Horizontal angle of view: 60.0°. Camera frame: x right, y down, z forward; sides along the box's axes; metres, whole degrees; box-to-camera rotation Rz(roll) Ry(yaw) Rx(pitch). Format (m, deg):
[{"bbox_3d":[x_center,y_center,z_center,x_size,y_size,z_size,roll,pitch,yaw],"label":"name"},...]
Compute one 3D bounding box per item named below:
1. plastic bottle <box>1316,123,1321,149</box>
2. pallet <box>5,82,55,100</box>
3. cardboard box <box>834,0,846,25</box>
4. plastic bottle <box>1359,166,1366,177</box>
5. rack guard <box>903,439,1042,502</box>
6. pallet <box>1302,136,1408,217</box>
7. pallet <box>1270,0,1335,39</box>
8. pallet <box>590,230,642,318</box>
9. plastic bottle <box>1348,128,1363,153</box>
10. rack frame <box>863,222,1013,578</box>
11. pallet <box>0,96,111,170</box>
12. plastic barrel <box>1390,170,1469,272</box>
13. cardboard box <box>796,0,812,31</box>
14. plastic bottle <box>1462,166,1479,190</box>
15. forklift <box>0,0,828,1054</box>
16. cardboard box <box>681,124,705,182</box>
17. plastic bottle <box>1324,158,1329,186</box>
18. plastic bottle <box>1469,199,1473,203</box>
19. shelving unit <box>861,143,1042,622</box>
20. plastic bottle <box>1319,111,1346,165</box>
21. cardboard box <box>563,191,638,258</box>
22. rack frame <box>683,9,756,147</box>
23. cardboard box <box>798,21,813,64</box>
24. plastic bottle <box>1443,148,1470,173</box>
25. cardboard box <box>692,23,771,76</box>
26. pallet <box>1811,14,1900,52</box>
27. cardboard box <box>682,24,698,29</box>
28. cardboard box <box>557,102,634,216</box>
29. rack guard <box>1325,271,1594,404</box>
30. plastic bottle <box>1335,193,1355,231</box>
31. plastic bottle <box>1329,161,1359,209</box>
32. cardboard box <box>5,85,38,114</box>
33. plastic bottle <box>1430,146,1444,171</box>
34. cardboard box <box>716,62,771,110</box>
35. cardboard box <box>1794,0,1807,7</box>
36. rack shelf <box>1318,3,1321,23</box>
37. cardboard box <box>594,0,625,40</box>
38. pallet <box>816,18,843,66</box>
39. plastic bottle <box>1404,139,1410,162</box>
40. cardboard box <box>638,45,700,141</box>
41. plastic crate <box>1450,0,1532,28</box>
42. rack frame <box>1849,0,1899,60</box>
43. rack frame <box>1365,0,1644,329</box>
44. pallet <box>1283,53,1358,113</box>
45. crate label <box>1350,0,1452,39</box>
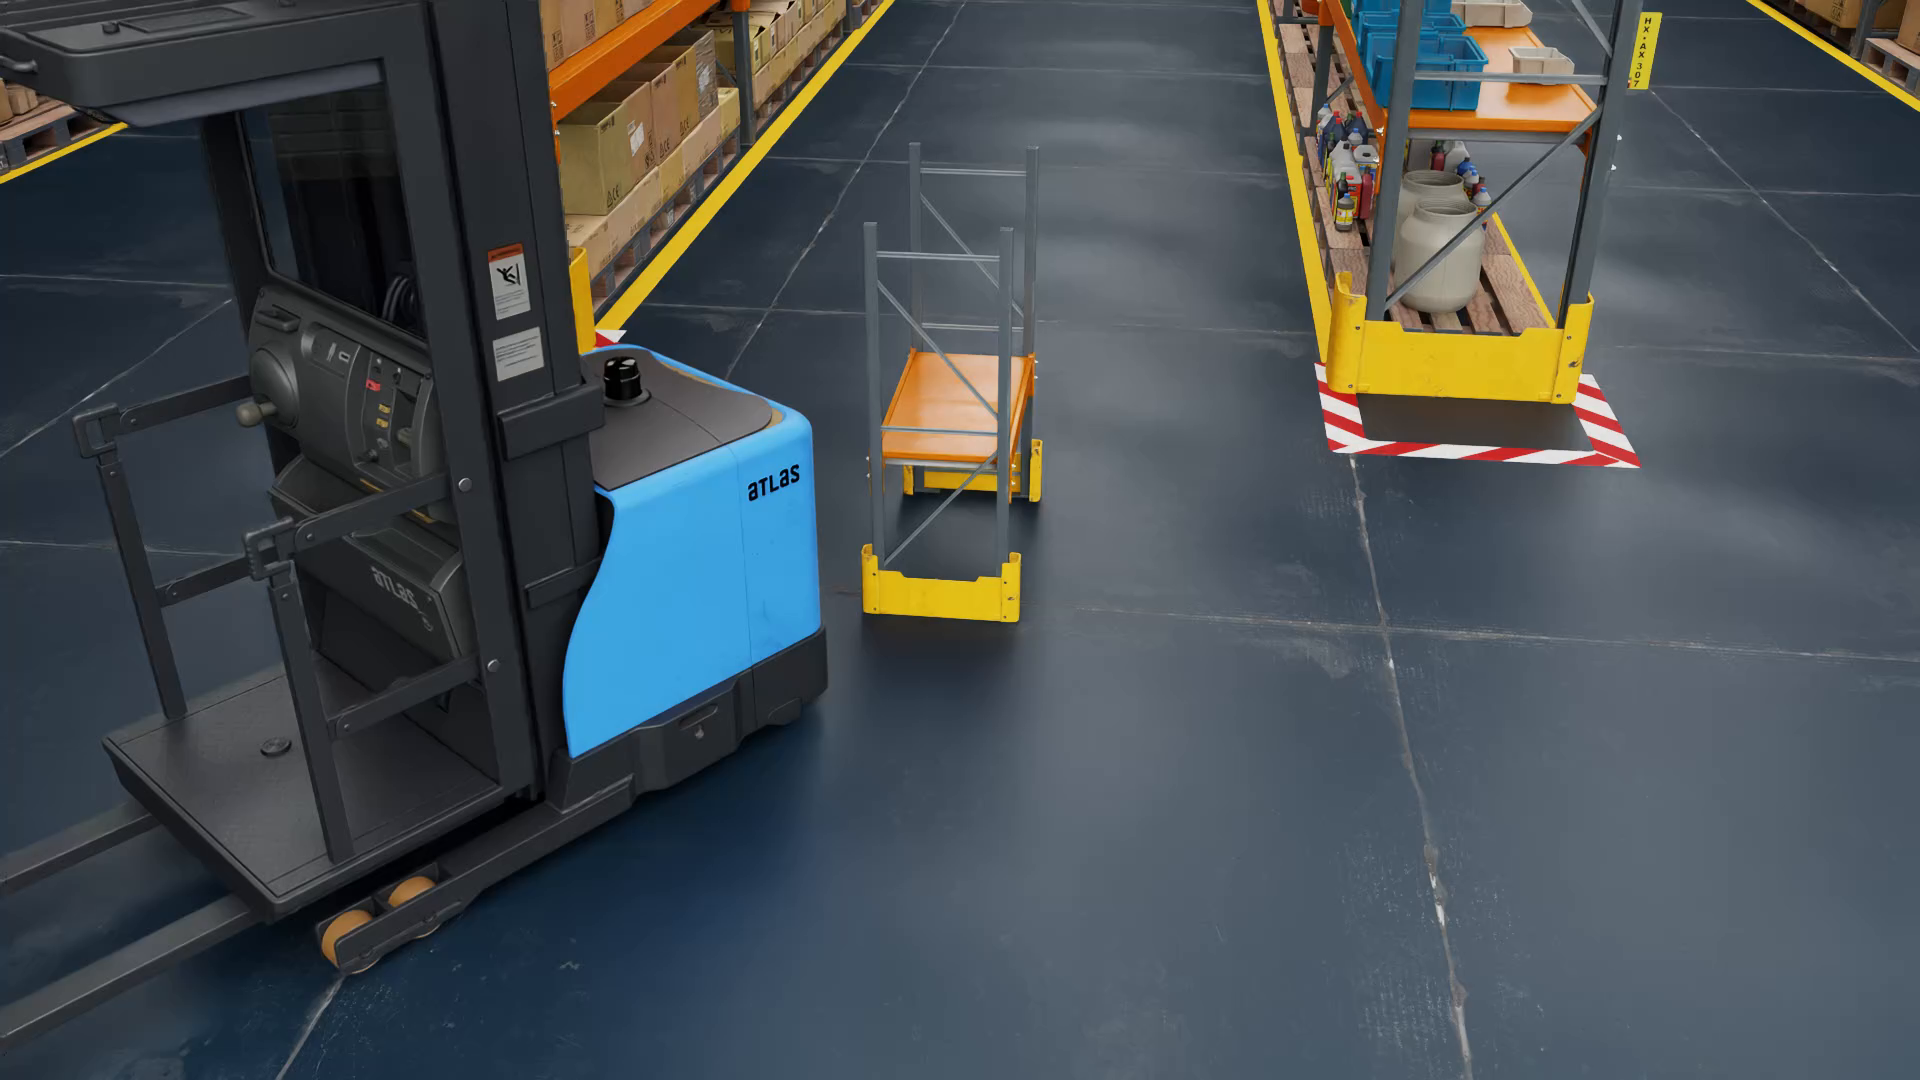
[{"bbox_3d":[2.437,-2.717,11.118,0.097,0.201,0.097,0,28,0],"label":"plastic bottle"},{"bbox_3d":[-6.815,-3.643,13.289,1.003,0.211,1.213,3,28,6],"label":"pallet"},{"bbox_3d":[-1.325,-4.813,14.978,0.500,0.250,0.500,4,29,7],"label":"cardboard box"},{"bbox_3d":[2.440,-2.171,10.104,0.097,0.201,0.097,0,28,0],"label":"plastic bottle"},{"bbox_3d":[0.052,-0.309,7.059,0.587,0.250,0.087,3,28,6],"label":"rack guard"},{"bbox_3d":[2.800,-2.387,10.958,1.003,0.211,1.213,3,28,6],"label":"pallet"},{"bbox_3d":[3.469,-4.957,15.728,1.003,0.211,1.213,3,28,6],"label":"pallet"},{"bbox_3d":[-2.430,-1.470,9.255,1.003,0.211,1.213,3,28,6],"label":"pallet"},{"bbox_3d":[2.515,-2.489,10.621,0.097,0.271,0.097,0,28,0],"label":"plastic bottle"},{"bbox_3d":[-0.073,-0.381,5.876,0.500,1.500,0.032,3,28,6],"label":"rack frame"},{"bbox_3d":[-6.956,-2.958,12.018,1.003,0.211,1.213,3,28,6],"label":"pallet"},{"bbox_3d":[2.499,-1.685,8.895,0.421,0.512,0.421,0,28,0],"label":"plastic barrel"},{"bbox_3d":[-1.507,-4.343,13.513,0.500,0.311,0.500,4,29,8],"label":"cardboard box"},{"bbox_3d":[3.019,-2.081,9.864,0.097,0.271,0.097,0,28,0],"label":"plastic bottle"},{"bbox_3d":[-1.825,-0.381,4.366,1.130,2.935,3.031,24,36,37],"label":"forklift"},{"bbox_3d":[-1.950,-2.490,10.666,0.500,0.250,0.500,3,28,6],"label":"cardboard box"},{"bbox_3d":[2.331,-2.313,10.368,0.097,0.201,0.097,0,28,0],"label":"plastic bottle"},{"bbox_3d":[2.977,-1.891,9.584,0.097,0.201,0.097,0,28,0],"label":"plastic bottle"},{"bbox_3d":[-0.009,-0.624,6.328,0.587,1.500,1.083,3,28,6],"label":"shelving unit"},{"bbox_3d":[2.413,-2.600,10.742,0.144,0.351,0.185,4,29,8],"label":"plastic bottle"},{"bbox_3d":[-2.138,-1.784,9.356,0.500,0.250,0.500,3,28,6],"label":"cardboard box"},{"bbox_3d":[-1.992,-4.218,11.416,1.000,3.000,0.127,3,28,6],"label":"rack frame"},{"bbox_3d":[-1.509,-4.091,13.638,0.500,0.250,0.500,4,29,7],"label":"cardboard box"},{"bbox_3d":[3.043,-2.284,10.235,0.152,0.276,0.135,4,29,7],"label":"plastic bottle"},{"bbox_3d":[-1.694,-3.619,12.170,0.500,0.311,0.500,3,29,6],"label":"cardboard box"},{"bbox_3d":[8.500,-4.662,15.181,1.003,0.211,1.213,3,28,6],"label":"pallet"},{"bbox_3d":[-2.227,-3.646,12.220,0.500,0.311,0.500,3,28,6],"label":"cardboard box"},{"bbox_3d":[-2.137,-2.114,9.178,0.500,0.500,0.500,3,28,6],"label":"cardboard box"},{"bbox_3d":[2.396,-0.983,8.048,1.175,0.500,0.348,3,28,6],"label":"rack guard"},{"bbox_3d":[2.223,-1.897,9.595,0.097,0.201,0.097,0,28,0],"label":"plastic bottle"},{"bbox_3d":[2.298,-2.112,9.916,0.152,0.276,0.135,3,28,5],"label":"plastic bottle"},{"bbox_3d":[-6.945,-3.197,12.044,0.380,0.166,0.250,0,28,0],"label":"cardboard box"},{"bbox_3d":[2.938,-2.293,10.244,0.061,0.283,0.133,3,28,6],"label":"plastic bottle"},{"bbox_3d":[-1.697,-3.367,12.294,0.500,0.250,0.500,3,28,5],"label":"cardboard box"},{"bbox_3d":[8.551,-5.515,15.622,1.225,0.875,0.875,3,29,6],"label":"cardboard box"},{"bbox_3d":[3.168,-4.553,12.797,1.077,0.370,4.000,3,28,6],"label":"rack shelf"},{"bbox_3d":[-2.286,-3.079,9.197,0.700,0.500,0.500,4,29,7],"label":"cardboard box"},{"bbox_3d":[-1.642,-4.488,14.857,1.003,0.211,1.213,3,28,6],"label":"pallet"},{"bbox_3d":[2.987,-2.644,10.824,0.144,0.351,0.185,3,28,6],"label":"plastic bottle"},{"bbox_3d":[-1.963,-2.821,10.489,0.500,0.500,0.500,3,28,6],"label":"cardboard box"},{"bbox_3d":[2.976,-3.033,9.495,0.530,0.136,0.437,3,28,6],"label":"plastic crate"},{"bbox_3d":[8.329,-5.523,13.839,1.000,3.000,0.127,3,28,6],"label":"rack frame"},{"bbox_3d":[2.433,-2.045,7.384,1.000,3.000,0.127,3,28,6],"label":"rack frame"},{"bbox_3d":[3.128,-3.648,13.299,1.003,0.211,1.213,3,28,6],"label":"pallet"},{"bbox_3d":[2.390,-2.943,9.013,0.502,0.435,0.616,3,28,6],"label":"crate label"}]
